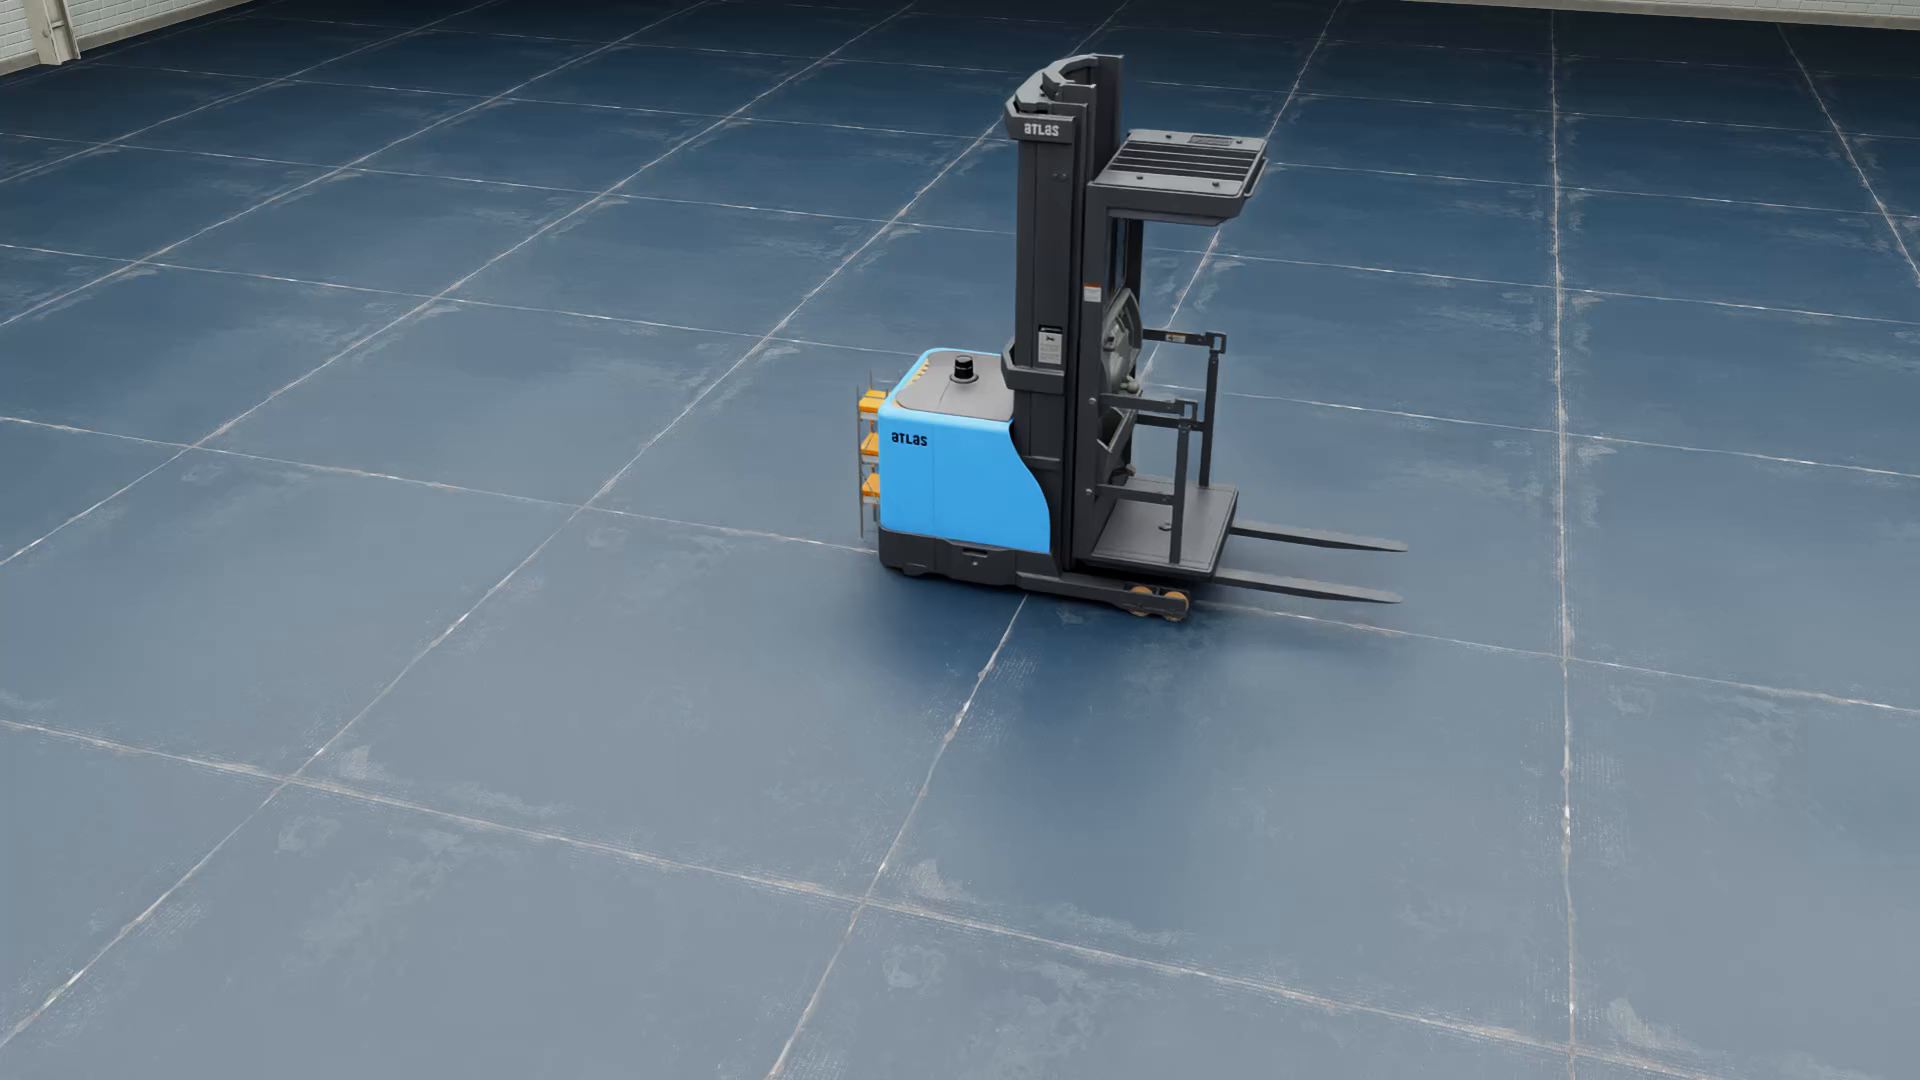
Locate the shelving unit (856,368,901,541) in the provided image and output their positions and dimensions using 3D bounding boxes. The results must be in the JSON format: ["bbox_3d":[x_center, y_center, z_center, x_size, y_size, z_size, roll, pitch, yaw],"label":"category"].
[{"bbox_3d":[-0.483,-0.502,10.108,0.215,1.050,0.252,8,30,14],"label":"shelving unit"}]

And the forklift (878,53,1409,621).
[{"bbox_3d":[1.091,-1.108,9.262,3.031,2.935,1.130,8,30,15],"label":"forklift"}]

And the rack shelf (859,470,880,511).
[{"bbox_3d":[-0.483,-0.250,10.248,0.215,0.259,0.240,8,30,14],"label":"rack shelf"}]

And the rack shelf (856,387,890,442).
[{"bbox_3d":[-0.483,-0.741,9.975,0.215,0.259,0.240,8,30,14],"label":"rack shelf"}]

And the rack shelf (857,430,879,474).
[{"bbox_3d":[-0.483,-0.493,10.113,0.215,0.259,0.240,8,30,14],"label":"rack shelf"}]

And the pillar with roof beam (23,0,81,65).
[{"bbox_3d":[-7.432,-9.469,18.051,9.100,9.000,0.400,8,30,15],"label":"pillar with roof beam"}]

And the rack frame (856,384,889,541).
[{"bbox_3d":[-0.516,-0.445,10.005,0.200,1.050,0.008,8,30,14],"label":"rack frame"}]

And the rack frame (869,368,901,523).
[{"bbox_3d":[-0.449,-0.559,10.210,0.200,1.050,0.008,8,30,14],"label":"rack frame"}]
